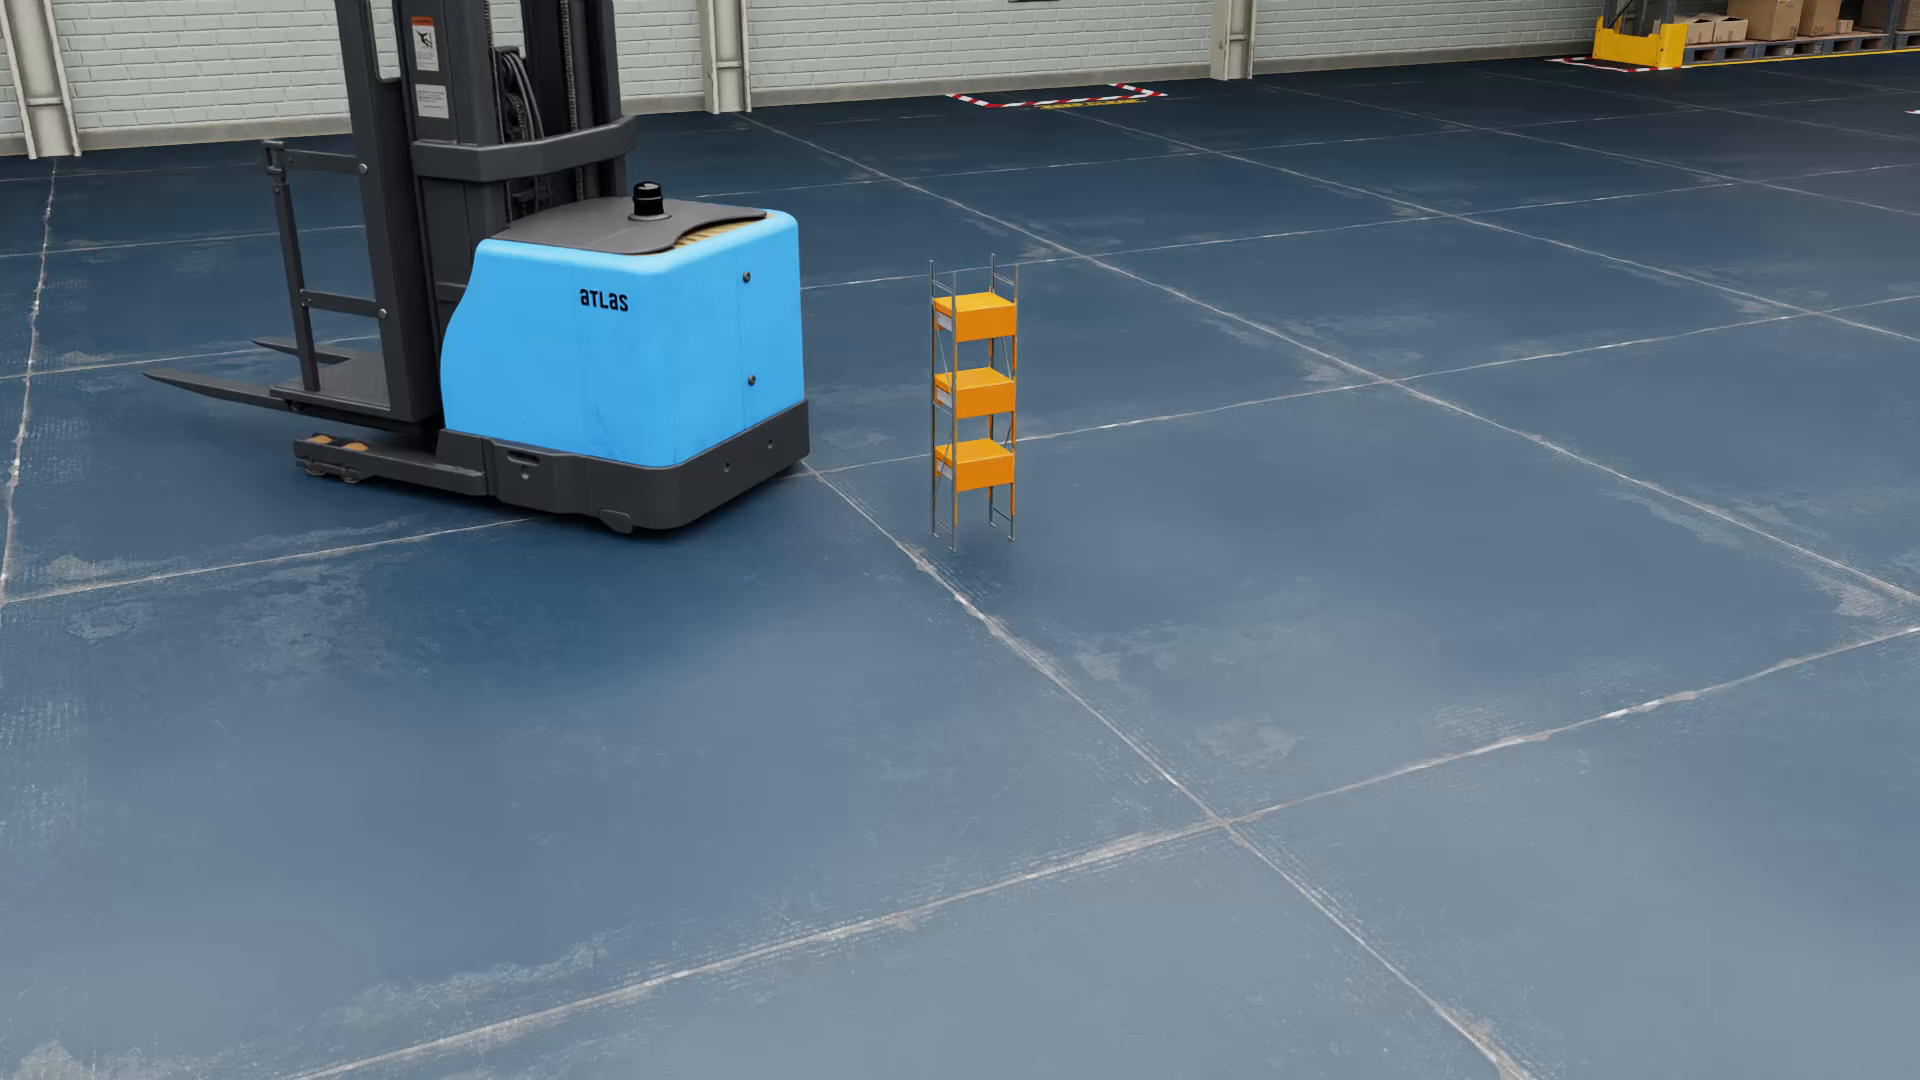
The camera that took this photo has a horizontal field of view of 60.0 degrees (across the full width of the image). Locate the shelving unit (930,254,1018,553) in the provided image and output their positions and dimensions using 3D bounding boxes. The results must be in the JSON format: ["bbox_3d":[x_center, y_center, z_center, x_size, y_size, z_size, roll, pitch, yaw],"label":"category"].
[{"bbox_3d":[0.048,-0.494,6.071,0.252,1.050,0.215,-10,25,-24],"label":"shelving unit"}]

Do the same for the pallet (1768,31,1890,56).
[{"bbox_3d":[11.256,-6.501,21.680,1.213,0.211,1.003,-10,25,-24],"label":"pallet"}]

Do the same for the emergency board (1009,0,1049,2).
[{"bbox_3d":[0.831,-6.277,17.492,0.626,1.169,0.157,-10,25,-24],"label":"emergency board"}]

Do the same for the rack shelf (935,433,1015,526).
[{"bbox_3d":[0.048,-0.227,6.181,0.240,0.259,0.215,-10,25,-24],"label":"rack shelf"}]

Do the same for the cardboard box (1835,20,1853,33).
[{"bbox_3d":[11.376,-6.708,21.663,0.250,0.166,0.380,-14,26,-30],"label":"cardboard box"}]

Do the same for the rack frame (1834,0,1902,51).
[{"bbox_3d":[11.845,-7.913,21.445,0.127,3.000,1.000,-10,25,-24],"label":"rack frame"}]

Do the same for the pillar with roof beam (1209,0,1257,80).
[{"bbox_3d":[4.958,-7.957,13.707,0.400,9.000,9.100,-10,25,-24],"label":"pillar with roof beam"}]

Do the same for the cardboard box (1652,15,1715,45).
[{"bbox_3d":[8.904,-6.294,20.475,0.500,0.311,0.500,-14,26,-30],"label":"cardboard box"}]

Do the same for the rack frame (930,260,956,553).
[{"bbox_3d":[-0.062,-0.474,6.022,0.008,1.050,0.200,-10,25,-24],"label":"rack frame"}]

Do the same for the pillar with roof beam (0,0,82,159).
[{"bbox_3d":[-5.855,-5.966,8.898,0.400,9.000,9.100,-10,25,-24],"label":"pillar with roof beam"}]

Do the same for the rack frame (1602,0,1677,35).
[{"bbox_3d":[8.241,-7.250,19.842,0.127,3.000,1.000,-10,25,-24],"label":"rack frame"}]

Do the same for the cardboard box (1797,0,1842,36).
[{"bbox_3d":[10.928,-6.776,21.390,0.500,0.500,0.500,-12,26,-28],"label":"cardboard box"}]

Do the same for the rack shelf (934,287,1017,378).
[{"bbox_3d":[0.048,-0.746,5.966,0.240,0.259,0.215,-10,25,-24],"label":"rack shelf"}]

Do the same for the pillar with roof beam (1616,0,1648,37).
[{"bbox_3d":[10.364,-8.952,16.111,0.400,9.000,9.100,-10,25,-24],"label":"pillar with roof beam"}]

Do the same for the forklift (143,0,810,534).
[{"bbox_3d":[-2.178,-1.752,6.651,3.031,2.935,1.130,11,25,25],"label":"forklift"}]

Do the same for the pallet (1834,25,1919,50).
[{"bbox_3d":[12.546,-6.754,22.292,1.213,0.211,1.003,-10,25,-24],"label":"pallet"}]

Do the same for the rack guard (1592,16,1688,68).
[{"bbox_3d":[8.310,-6.107,20.351,0.348,0.500,1.175,-10,25,-24],"label":"rack guard"}]

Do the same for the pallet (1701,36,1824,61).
[{"bbox_3d":[10.155,-6.297,21.187,1.213,0.211,1.003,-10,25,-24],"label":"pallet"}]

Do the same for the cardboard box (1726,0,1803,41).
[{"bbox_3d":[10.100,-6.581,20.919,0.500,0.500,0.700,-12,25,-27],"label":"cardboard box"}]

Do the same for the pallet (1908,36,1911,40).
[{"bbox_3d":[13.647,-6.958,22.784,1.213,0.211,1.003,-10,25,-24],"label":"pallet"}]

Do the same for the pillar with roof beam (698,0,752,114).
[{"bbox_3d":[-0.449,-6.962,11.303,0.400,9.000,9.100,-10,25,-24],"label":"pillar with roof beam"}]

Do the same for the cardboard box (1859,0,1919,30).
[{"bbox_3d":[12.501,-7.089,22.148,0.500,0.500,0.700,-10,24,-22],"label":"cardboard box"}]

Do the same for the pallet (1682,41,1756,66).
[{"bbox_3d":[9.057,-6.096,20.702,1.213,0.211,1.003,-10,25,-24],"label":"pallet"}]

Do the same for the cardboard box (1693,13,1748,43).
[{"bbox_3d":[9.417,-6.389,20.703,0.500,0.311,0.500,-8,24,-19],"label":"cardboard box"}]

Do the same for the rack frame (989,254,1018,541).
[{"bbox_3d":[0.158,-0.514,6.120,0.008,1.050,0.200,-10,25,-24],"label":"rack frame"}]

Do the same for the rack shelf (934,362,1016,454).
[{"bbox_3d":[0.048,-0.484,6.075,0.240,0.259,0.215,-10,25,-24],"label":"rack shelf"}]
